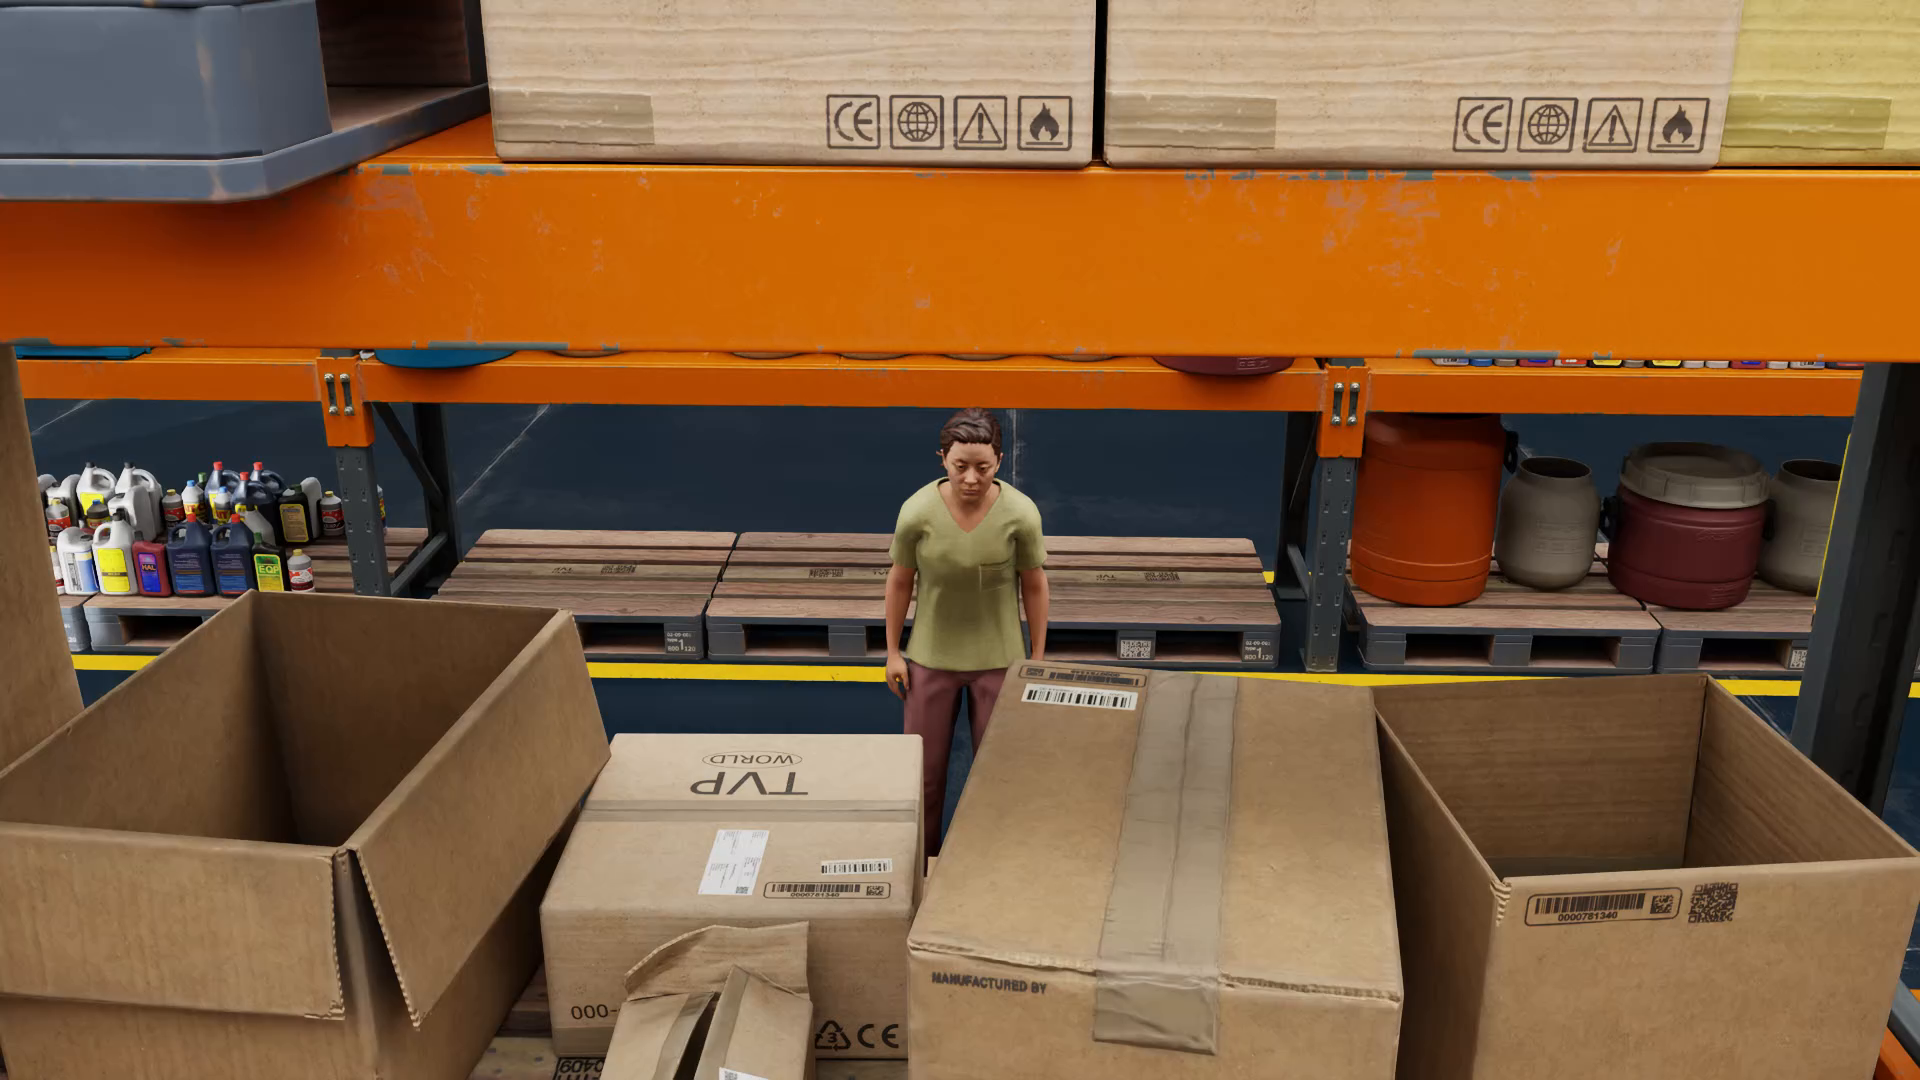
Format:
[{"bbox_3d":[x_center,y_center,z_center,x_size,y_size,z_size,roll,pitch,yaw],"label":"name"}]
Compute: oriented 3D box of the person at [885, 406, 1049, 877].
[{"bbox_3d":[0.018,0.398,5.038,0.497,1.672,0.409,1,21,2],"label":"person"}]
